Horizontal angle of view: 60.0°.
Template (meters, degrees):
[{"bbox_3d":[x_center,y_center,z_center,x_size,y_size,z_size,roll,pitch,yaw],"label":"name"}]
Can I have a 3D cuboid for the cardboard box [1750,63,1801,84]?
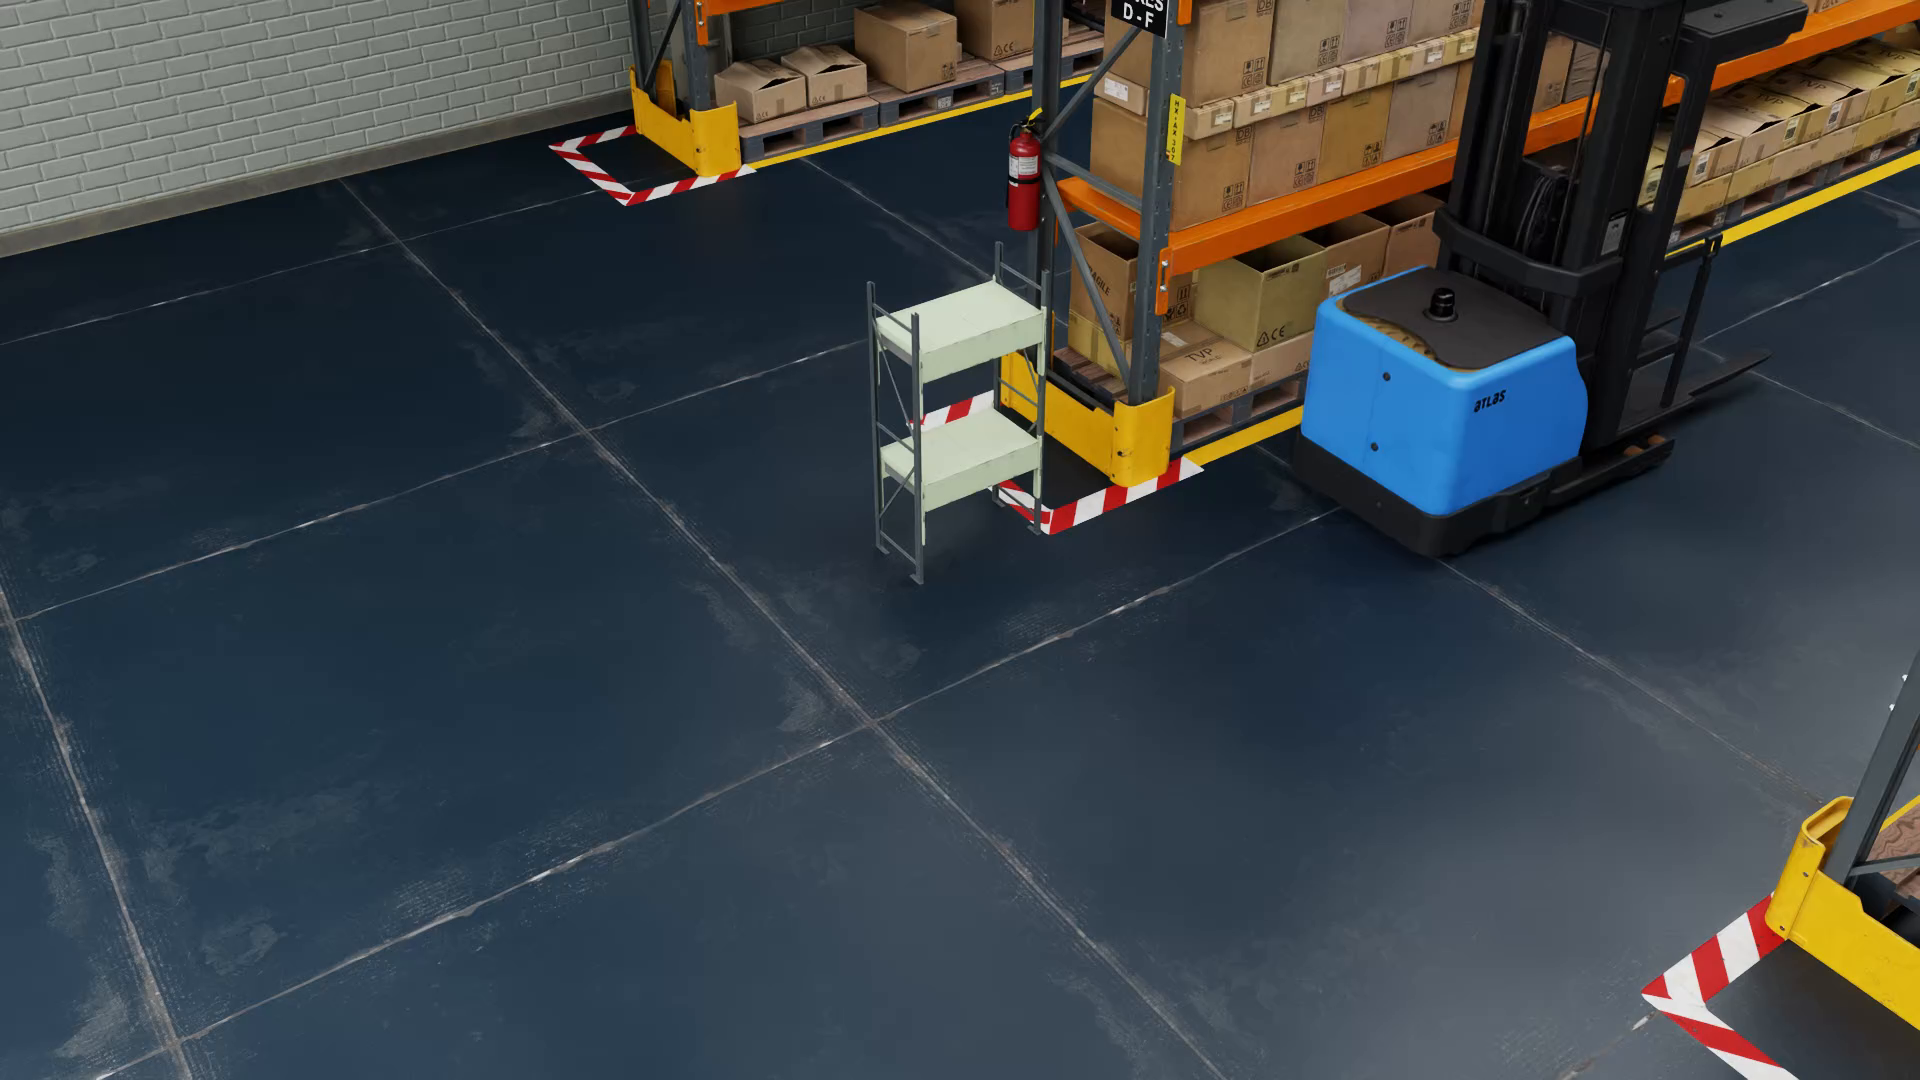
[{"bbox_3d":[5.808,-3.416,12.259,0.500,0.311,0.500,-24,42,-29],"label":"cardboard box"}]

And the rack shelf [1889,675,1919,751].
[{"bbox_3d":[5.194,0.154,6.396,4.000,0.370,1.077,-22,41,-28],"label":"rack shelf"}]

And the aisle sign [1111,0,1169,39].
[{"bbox_3d":[0.831,-2.718,7.547,0.004,0.787,0.394,-22,41,-28],"label":"aisle sign"}]

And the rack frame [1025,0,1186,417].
[{"bbox_3d":[0.709,-1.831,8.540,0.127,3.000,1.000,-22,41,-28],"label":"rack frame"}]

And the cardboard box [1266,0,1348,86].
[{"bbox_3d":[1.568,-2.746,8.616,0.500,0.500,0.700,-24,42,-29],"label":"cardboard box"}]

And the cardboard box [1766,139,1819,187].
[{"bbox_3d":[5.707,-2.765,11.834,0.500,0.250,0.500,-22,41,-27],"label":"cardboard box"}]

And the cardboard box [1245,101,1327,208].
[{"bbox_3d":[1.524,-2.201,8.969,0.500,0.500,0.700,-21,41,-27],"label":"cardboard box"}]

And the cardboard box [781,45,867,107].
[{"bbox_3d":[-1.065,-3.662,13.012,0.500,0.311,0.500,-19,40,-24],"label":"cardboard box"}]

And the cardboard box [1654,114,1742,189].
[{"bbox_3d":[4.872,-2.644,11.185,0.500,0.311,0.500,-23,42,-28],"label":"cardboard box"}]

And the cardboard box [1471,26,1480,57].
[{"bbox_3d":[2.841,-2.860,9.330,0.250,0.149,0.380,-21,41,-27],"label":"cardboard box"}]

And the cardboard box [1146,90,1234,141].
[{"bbox_3d":[1.154,-2.164,8.362,0.250,0.149,0.380,-23,41,-28],"label":"cardboard box"}]

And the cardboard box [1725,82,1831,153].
[{"bbox_3d":[5.716,-2.996,11.675,0.500,0.311,0.500,-21,41,-27],"label":"cardboard box"}]

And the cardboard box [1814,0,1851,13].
[{"bbox_3d":[5.886,-3.990,11.456,0.500,0.500,0.500,-25,42,-30],"label":"cardboard box"}]

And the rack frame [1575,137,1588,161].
[{"bbox_3d":[3.978,-3.176,10.410,0.127,3.000,1.000,-22,41,-28],"label":"rack frame"}]

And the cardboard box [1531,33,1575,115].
[{"bbox_3d":[3.192,-2.884,9.918,0.500,0.500,0.700,-23,42,-28],"label":"cardboard box"}]

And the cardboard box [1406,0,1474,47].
[{"bbox_3d":[2.389,-3.085,9.086,0.500,0.500,0.700,-22,41,-28],"label":"cardboard box"}]

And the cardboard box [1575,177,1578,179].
[{"bbox_3d":[4.150,-2.508,11.477,0.500,0.250,0.500,-23,42,-28],"label":"cardboard box"}]

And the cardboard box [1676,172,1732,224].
[{"bbox_3d":[4.869,-2.419,11.353,0.500,0.250,0.500,-21,41,-27],"label":"cardboard box"}]

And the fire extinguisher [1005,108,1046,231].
[{"bbox_3d":[0.345,-1.981,8.815,0.183,0.674,0.296,-22,41,-28],"label":"fire extinguisher"}]

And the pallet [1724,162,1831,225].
[{"bbox_3d":[5.556,-2.723,12.169,1.213,0.211,1.003,-22,41,-28],"label":"pallet"}]

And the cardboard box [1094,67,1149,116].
[{"bbox_3d":[0.911,-2.354,8.626,0.250,0.149,0.380,-23,42,-29],"label":"cardboard box"}]

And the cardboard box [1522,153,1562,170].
[{"bbox_3d":[3.310,-2.112,10.284,0.500,0.500,0.500,-22,41,-28],"label":"cardboard box"}]

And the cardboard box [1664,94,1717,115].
[{"bbox_3d":[4.975,-3.076,11.786,0.500,0.311,0.500,-22,41,-28],"label":"cardboard box"}]

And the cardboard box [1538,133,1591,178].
[{"bbox_3d":[4.144,-2.731,11.306,0.500,0.311,0.500,-22,41,-28],"label":"cardboard box"}]

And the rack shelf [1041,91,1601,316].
[{"bbox_3d":[2.344,-2.211,9.685,4.000,0.370,1.077,-22,41,-28],"label":"rack shelf"}]

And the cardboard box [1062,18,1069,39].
[{"bbox_3d":[0.702,-4.373,14.124,0.250,0.166,0.380,-28,44,-33],"label":"cardboard box"}]

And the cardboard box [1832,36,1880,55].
[{"bbox_3d":[6.651,-3.767,12.747,0.500,0.311,0.500,-21,41,-26],"label":"cardboard box"}]

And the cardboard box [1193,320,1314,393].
[{"bbox_3d":[1.682,-1.129,9.559,0.500,0.250,0.500,-22,41,-28],"label":"cardboard box"}]

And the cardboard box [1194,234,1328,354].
[{"bbox_3d":[1.683,-1.433,9.339,0.500,0.500,0.500,-22,41,-28],"label":"cardboard box"}]

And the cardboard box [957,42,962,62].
[{"bbox_3d":[-0.197,-4.032,13.665,0.250,0.149,0.380,-26,43,-31],"label":"cardboard box"}]

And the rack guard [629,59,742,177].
[{"bbox_3d":[-2.086,-3.204,12.590,0.348,0.500,1.175,-22,41,-28],"label":"rack guard"}]

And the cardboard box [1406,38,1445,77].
[{"bbox_3d":[2.410,-2.680,9.080,0.250,0.149,0.380,-22,41,-27],"label":"cardboard box"}]

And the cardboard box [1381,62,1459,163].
[{"bbox_3d":[2.362,-2.544,9.446,0.500,0.500,0.700,-21,41,-27],"label":"cardboard box"}]

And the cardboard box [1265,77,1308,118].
[{"bbox_3d":[1.572,-2.337,8.603,0.250,0.149,0.380,-22,41,-28],"label":"cardboard box"}]

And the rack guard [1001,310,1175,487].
[{"bbox_3d":[0.689,-0.808,9.258,0.348,0.500,1.175,-22,41,-28],"label":"rack guard"}]

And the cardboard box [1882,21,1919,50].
[{"bbox_3d":[7.877,-4.112,13.476,0.500,0.500,0.500,-21,41,-26],"label":"cardboard box"}]

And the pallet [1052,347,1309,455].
[{"bbox_3d":[1.310,-0.976,9.739,1.213,0.211,1.003,-22,41,-28],"label":"pallet"}]

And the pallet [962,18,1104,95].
[{"bbox_3d":[0.593,-4.164,14.172,1.213,0.211,1.003,-22,41,-28],"label":"pallet"}]

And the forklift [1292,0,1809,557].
[{"bbox_3d":[3.301,-1.771,8.515,3.031,2.935,1.130,-21,41,-27],"label":"forklift"}]

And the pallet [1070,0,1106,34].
[{"bbox_3d":[1.757,-4.669,14.875,1.213,0.211,1.003,-22,41,-28],"label":"pallet"}]

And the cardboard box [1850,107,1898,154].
[{"bbox_3d":[6.539,-3.107,12.310,0.500,0.250,0.500,-23,42,-28],"label":"cardboard box"}]

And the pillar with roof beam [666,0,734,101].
[{"bbox_3d":[0.406,-5.223,8.118,0.400,9.000,9.100,-22,41,-28],"label":"pillar with roof beam"}]

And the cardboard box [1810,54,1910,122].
[{"bbox_3d":[6.541,-3.332,12.142,0.500,0.311,0.500,-23,42,-29],"label":"cardboard box"}]

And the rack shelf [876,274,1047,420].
[{"bbox_3d":[-0.005,-0.923,7.894,0.720,0.370,0.431,-22,41,-28],"label":"rack shelf"}]

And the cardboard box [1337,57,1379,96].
[{"bbox_3d":[1.996,-2.512,8.845,0.250,0.149,0.380,-24,42,-29],"label":"cardboard box"}]

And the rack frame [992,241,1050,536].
[{"bbox_3d":[0.294,-0.730,8.293,0.023,1.500,0.400,-22,41,-28],"label":"rack frame"}]

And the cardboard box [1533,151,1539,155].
[{"bbox_3d":[3.419,-2.528,10.862,0.500,0.500,0.500,-22,41,-28],"label":"cardboard box"}]

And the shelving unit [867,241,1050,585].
[{"bbox_3d":[-0.005,-0.607,8.122,0.755,1.500,0.431,-22,41,-28],"label":"shelving unit"}]

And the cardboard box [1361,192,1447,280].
[{"bbox_3d":[2.503,-1.767,9.804,0.500,0.500,0.500,-22,41,-28],"label":"cardboard box"}]

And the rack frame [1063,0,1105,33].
[{"bbox_3d":[1.122,-5.539,13.696,0.127,3.000,1.000,-22,41,-28],"label":"rack frame"}]

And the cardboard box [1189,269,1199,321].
[{"bbox_3d":[1.379,-1.380,9.908,0.500,0.250,0.500,-22,41,-28],"label":"cardboard box"}]
